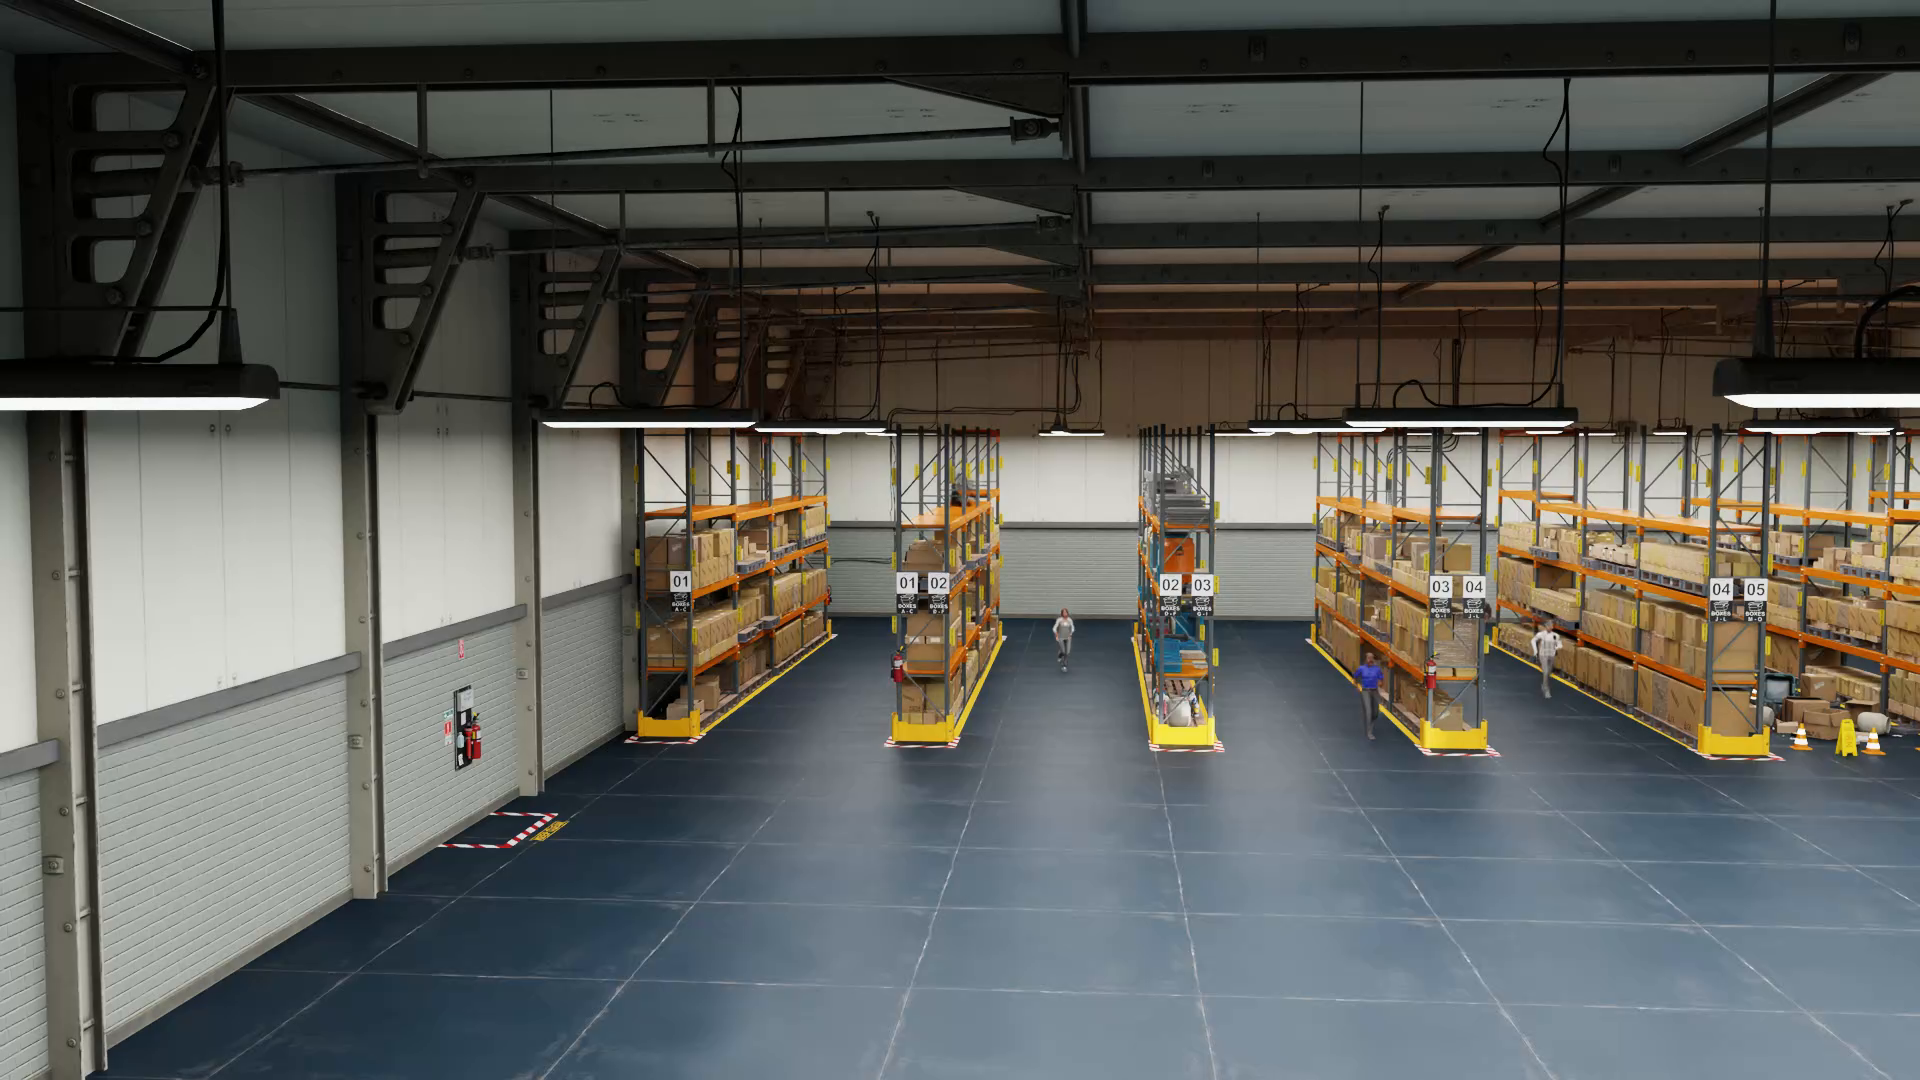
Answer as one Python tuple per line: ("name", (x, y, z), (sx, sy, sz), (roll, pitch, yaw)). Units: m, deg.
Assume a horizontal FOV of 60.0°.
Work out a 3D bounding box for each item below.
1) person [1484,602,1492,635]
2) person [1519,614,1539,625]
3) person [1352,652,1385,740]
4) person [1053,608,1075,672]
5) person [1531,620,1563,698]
("person", (13.403, 2.236, 42.996), (0.700, 1.798, 0.772), (0, 3, 4))
("person", (16.328, 2.001, 47.485), (0.698, 1.696, 0.548), (0, 3, 4))
("person", (7.840, 2.966, 31.874), (0.588, 1.623, 0.815), (0, 3, 1))
("person", (2.575, 2.459, 40.988), (0.536, 1.555, 0.545), (-1, 4, -9))
("person", (13.066, 2.608, 36.964), (0.614, 1.707, 0.854), (0, 3, 1))
